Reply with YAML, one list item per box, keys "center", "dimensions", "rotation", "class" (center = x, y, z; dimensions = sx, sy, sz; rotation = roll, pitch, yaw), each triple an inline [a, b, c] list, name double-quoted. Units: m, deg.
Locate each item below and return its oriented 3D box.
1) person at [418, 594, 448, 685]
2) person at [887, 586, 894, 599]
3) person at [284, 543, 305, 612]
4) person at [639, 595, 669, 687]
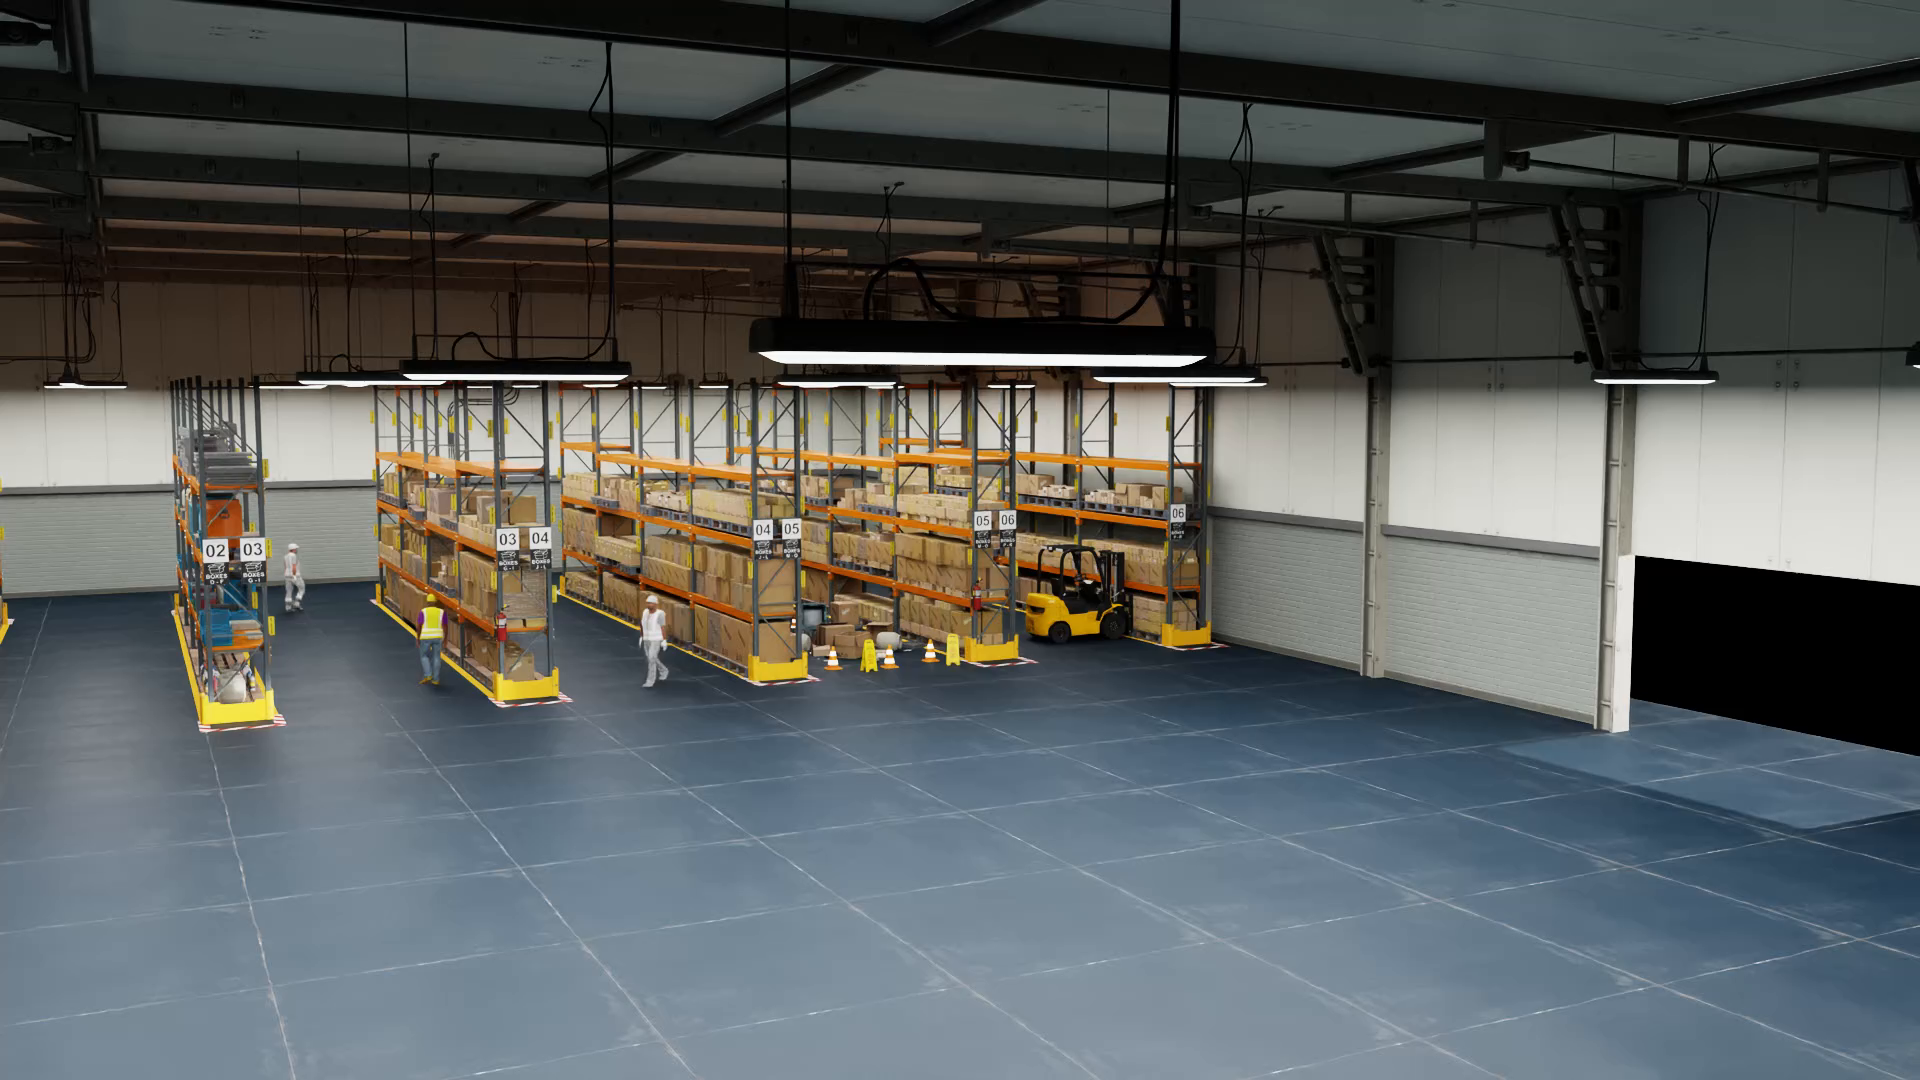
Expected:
- center: [-10.320, 1.950, 32.579]
  dimensions: [0.580, 1.774, 0.506]
  rotation: [-3, 6, -31]
  class: "person"
- center: [-1.809, 0.810, 45.901]
  dimensions: [0.491, 1.655, 0.449]
  rotation: [-3, 6, -30]
  class: "person"
- center: [-17.395, 0.976, 43.277]
  dimensions: [0.530, 1.771, 0.532]
  rotation: [1, 5, 14]
  class: "person"
- center: [-5.977, 1.951, 32.508]
  dimensions: [0.603, 1.764, 0.903]
  rotation: [4, 6, 35]
  class: "person"
